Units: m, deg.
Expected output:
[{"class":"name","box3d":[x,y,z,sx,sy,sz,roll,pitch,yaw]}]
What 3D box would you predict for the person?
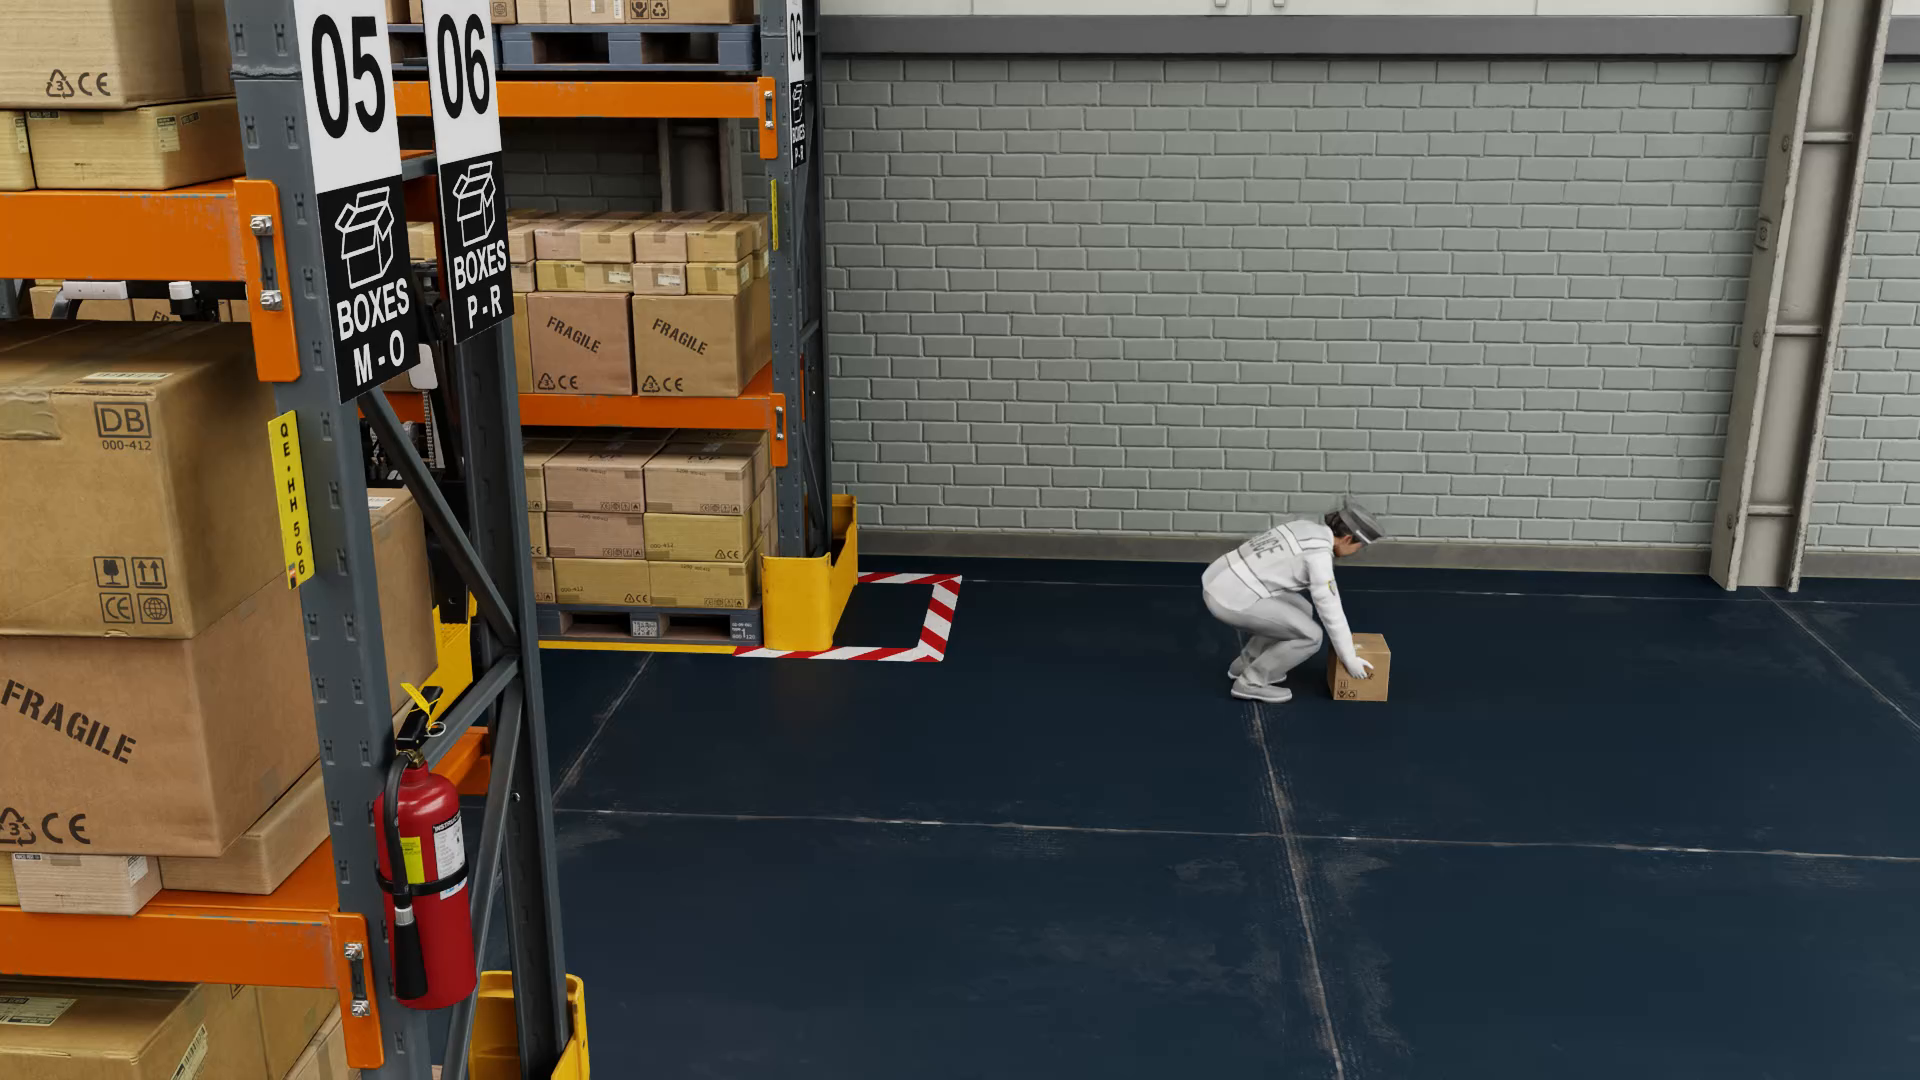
[{"class":"person","box3d":[1.575,0.267,7.906,0.850,0.946,0.492,1,18,4]}]
